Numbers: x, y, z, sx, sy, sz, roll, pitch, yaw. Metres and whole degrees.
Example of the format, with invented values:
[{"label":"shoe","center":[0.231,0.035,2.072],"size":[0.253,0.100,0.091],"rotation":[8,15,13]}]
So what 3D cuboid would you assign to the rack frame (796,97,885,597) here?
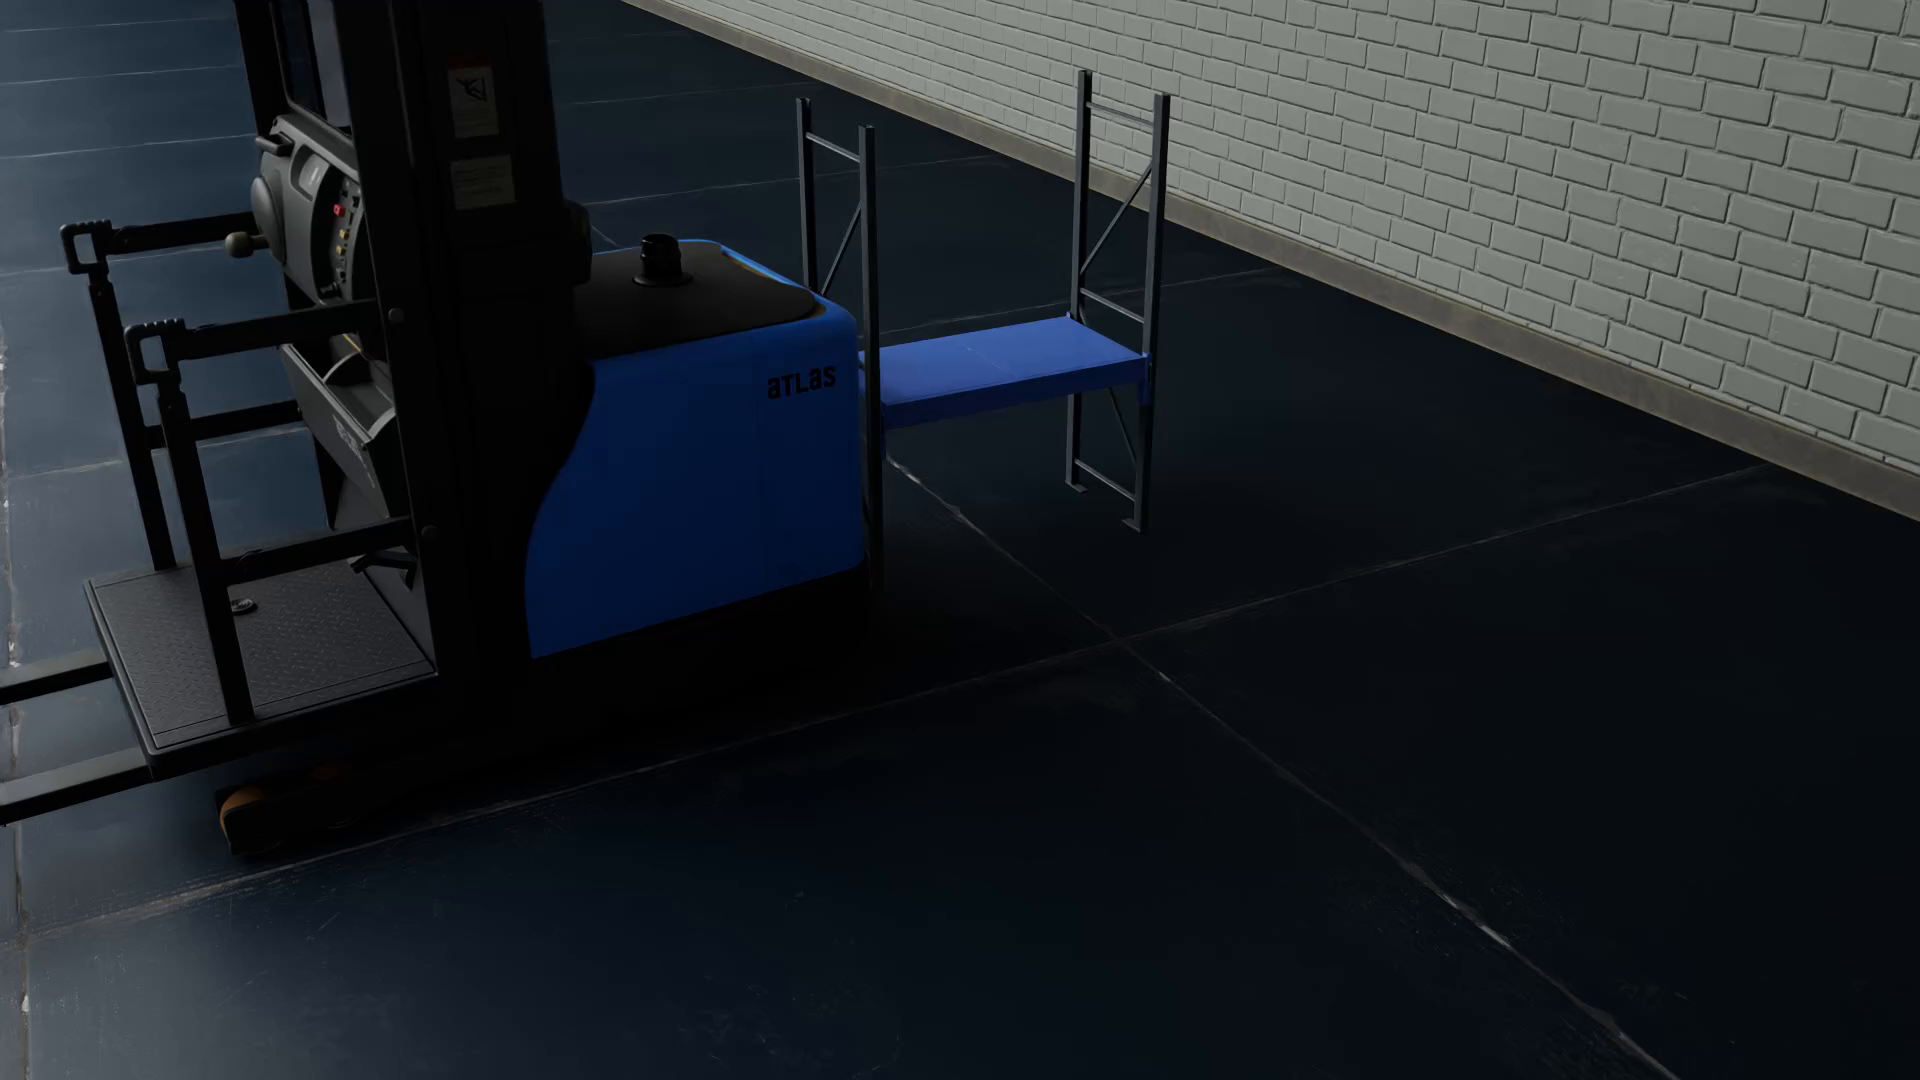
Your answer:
[{"label":"rack frame","center":[-0.373,-0.590,5.246],"size":[0.032,1.500,0.500],"rotation":[-13,29,-25]}]

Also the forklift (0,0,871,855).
[{"label":"forklift","center":[-1.783,-0.804,4.037],"size":[3.031,2.935,1.130],"rotation":[-16,30,-30]}]

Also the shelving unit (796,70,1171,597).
[{"label":"shelving unit","center":[0.075,-0.693,5.462],"size":[1.048,1.500,0.538],"rotation":[-13,29,-25]}]

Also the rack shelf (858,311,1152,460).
[{"label":"rack shelf","center":[0.075,-0.531,5.539],"size":[1.000,0.185,0.538],"rotation":[-13,29,-25]}]

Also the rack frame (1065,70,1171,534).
[{"label":"rack frame","center":[0.524,-0.797,5.677],"size":[0.032,1.500,0.500],"rotation":[-13,29,-25]}]
